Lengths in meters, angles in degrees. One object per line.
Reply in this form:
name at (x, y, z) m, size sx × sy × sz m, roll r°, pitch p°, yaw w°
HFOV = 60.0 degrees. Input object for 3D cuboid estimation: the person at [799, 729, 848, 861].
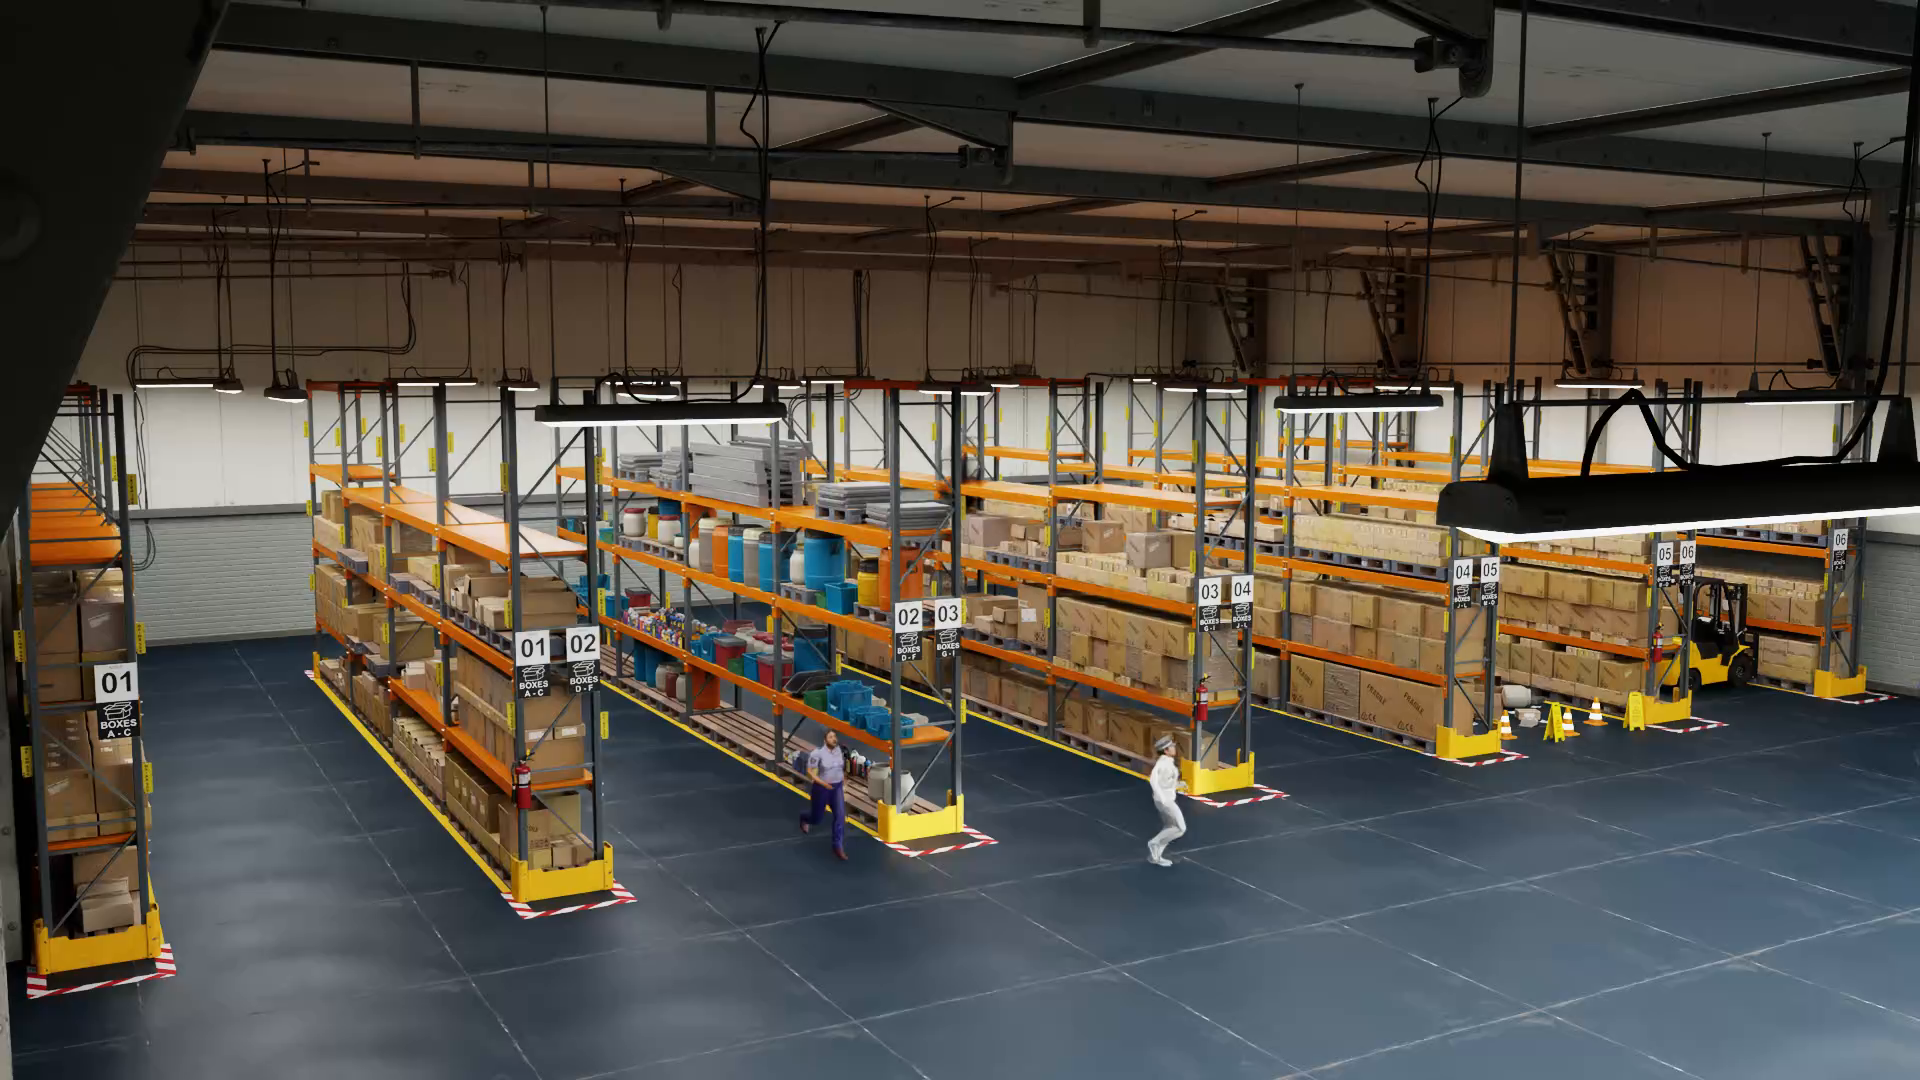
person at (-1.724, 3.262, 21.569) m, size 0.602 × 1.641 × 1.022 m, roll -4°, pitch 7°, yaw -34°

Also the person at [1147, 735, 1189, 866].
person at (2.620, 3.278, 20.929) m, size 0.510 × 1.669 × 0.662 m, roll 1°, pitch 6°, yaw 9°

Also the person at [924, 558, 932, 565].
person at (-0.815, 1.255, 40.032) m, size 0.568 × 1.722 × 0.738 m, roll -1°, pitch 6°, yaw -8°
